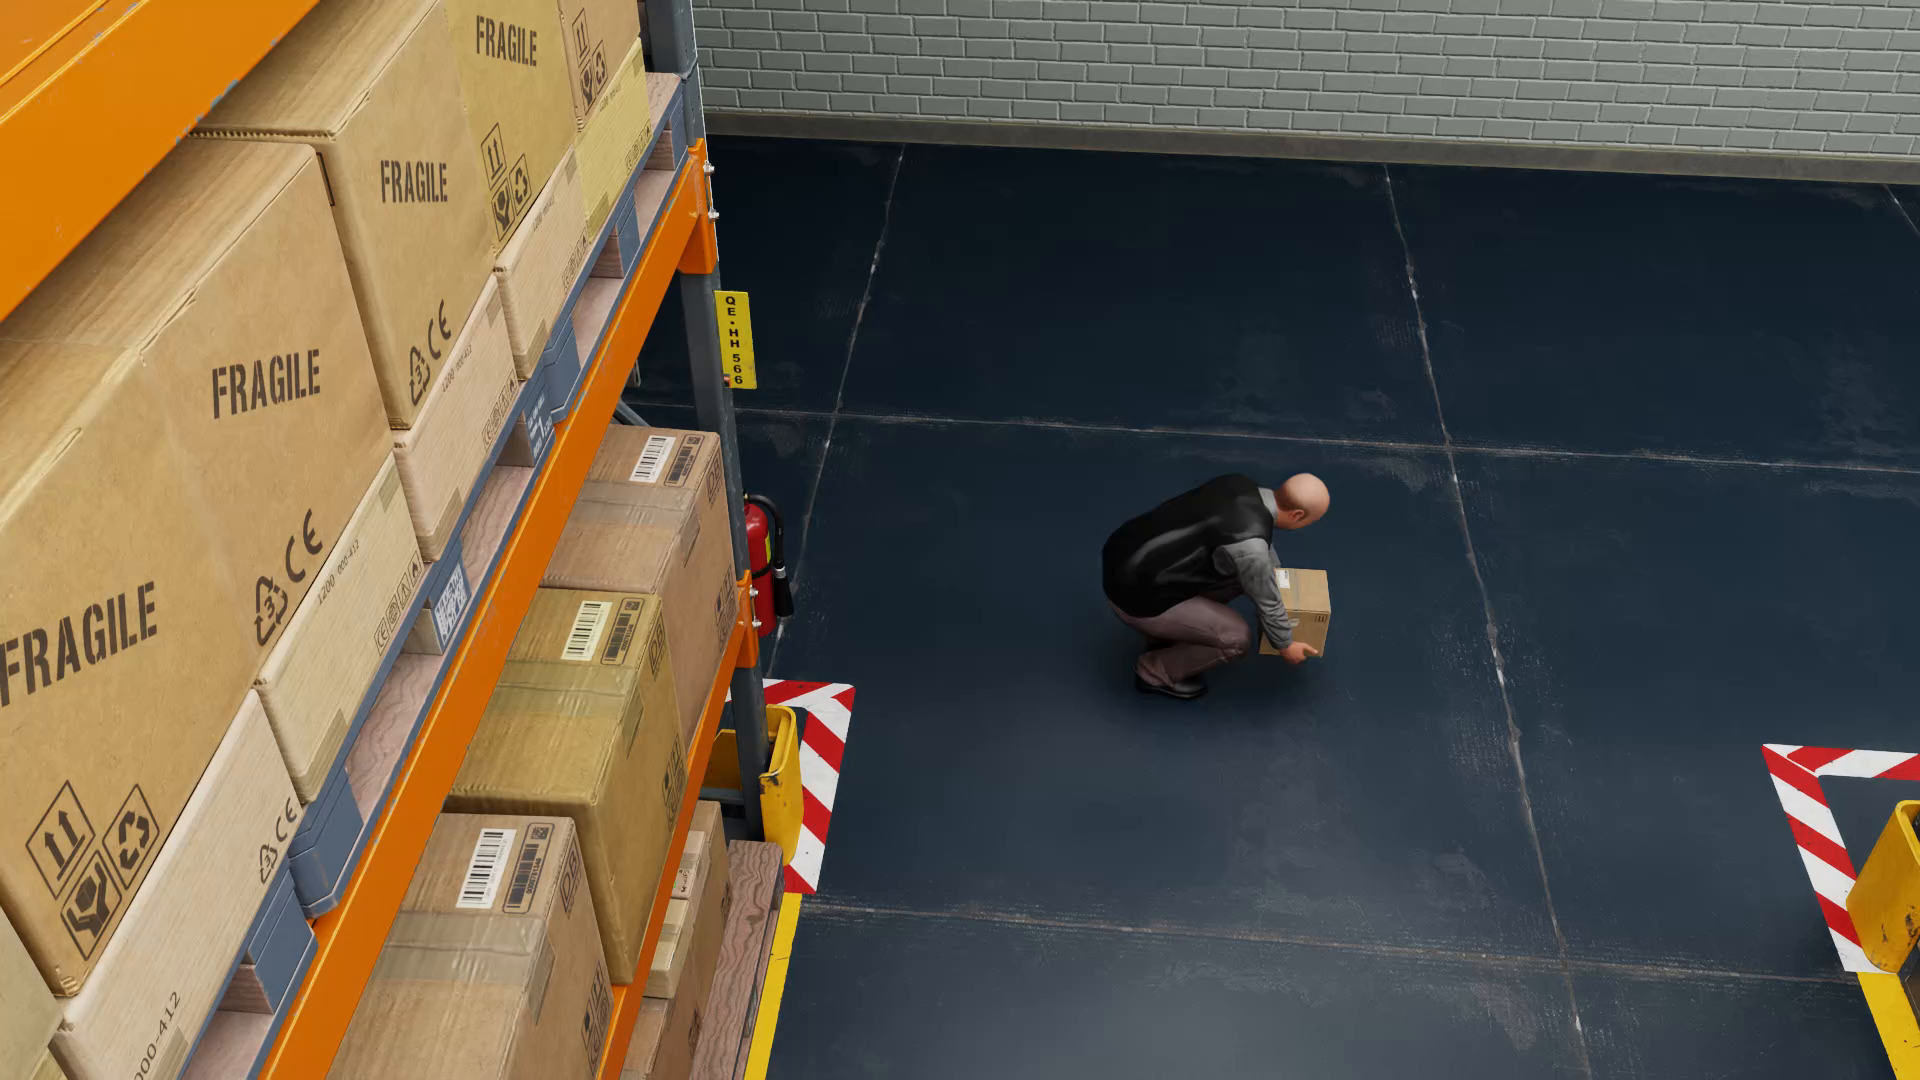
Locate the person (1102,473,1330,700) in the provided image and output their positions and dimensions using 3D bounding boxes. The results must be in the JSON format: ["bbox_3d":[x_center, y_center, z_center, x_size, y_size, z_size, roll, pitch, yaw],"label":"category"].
[{"bbox_3d":[0.999,0.151,6.592,0.877,0.970,0.513,2,40,3],"label":"person"}]
